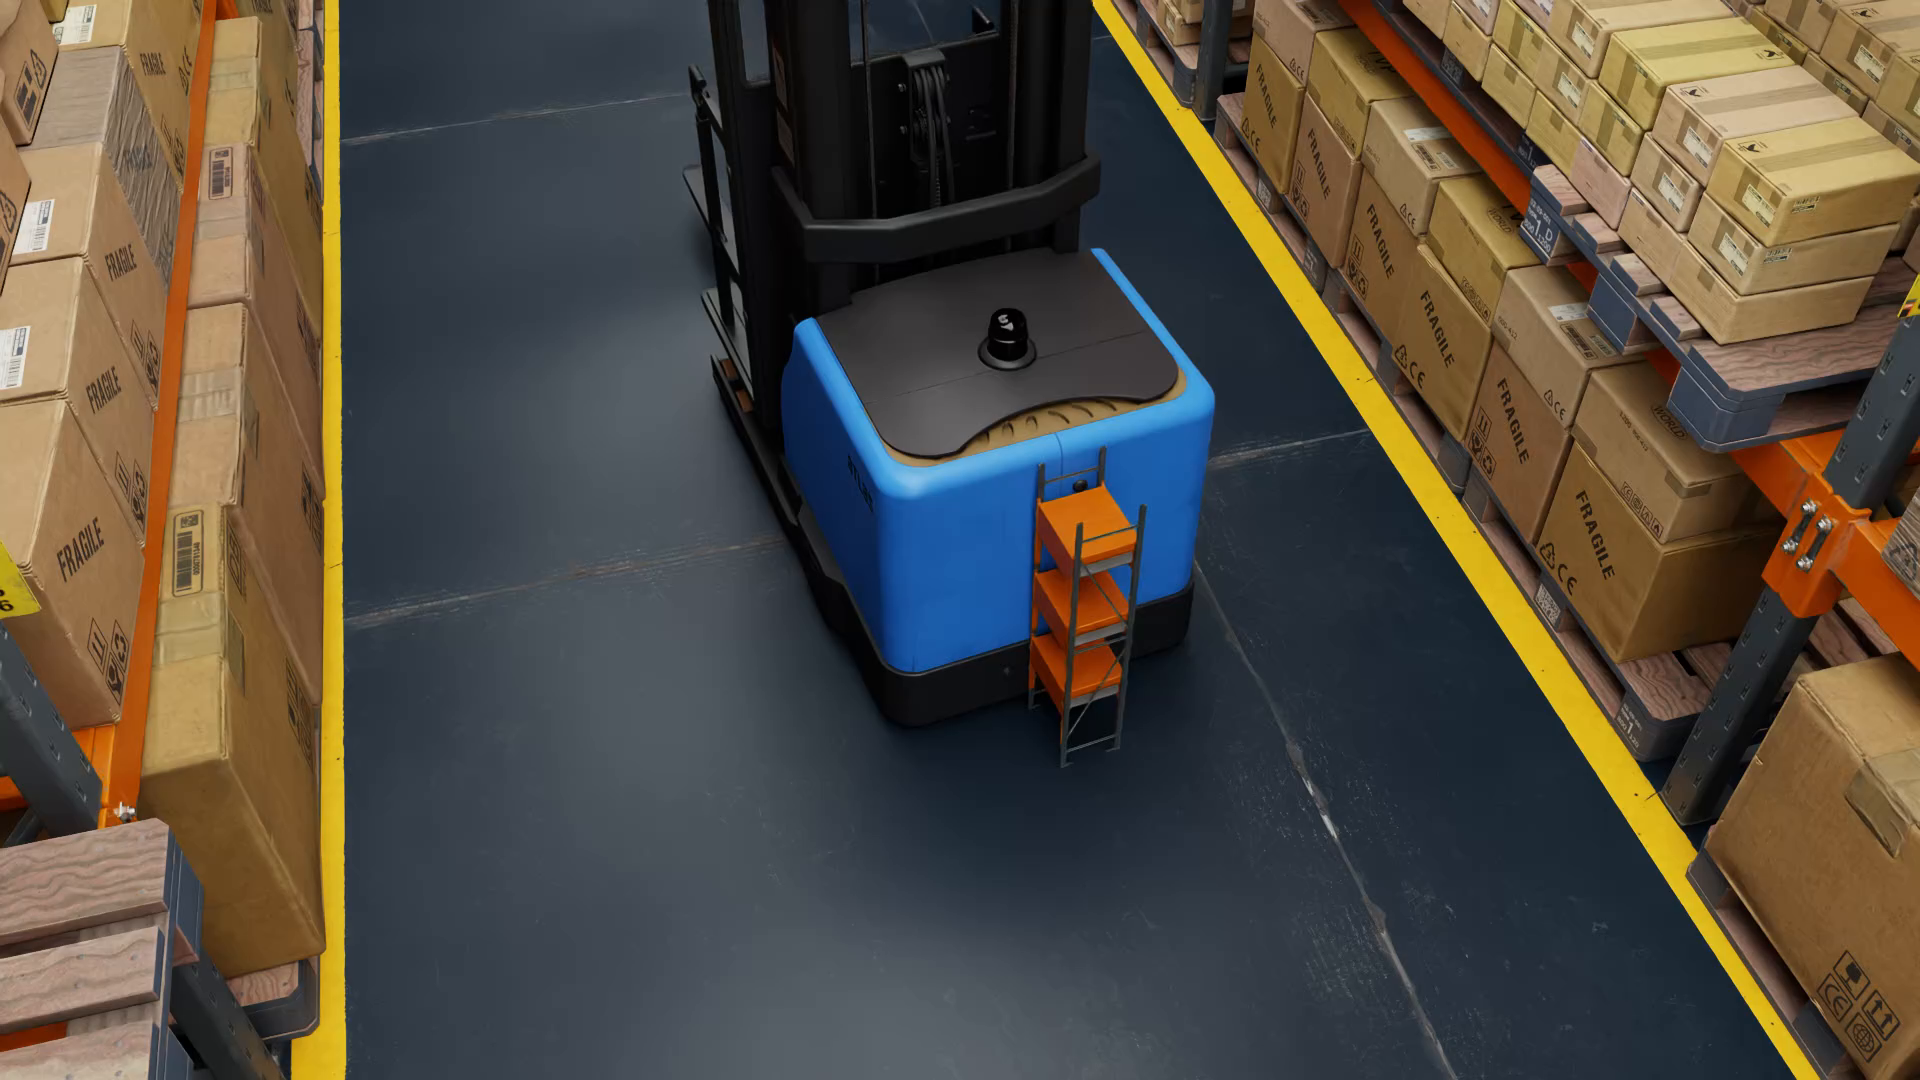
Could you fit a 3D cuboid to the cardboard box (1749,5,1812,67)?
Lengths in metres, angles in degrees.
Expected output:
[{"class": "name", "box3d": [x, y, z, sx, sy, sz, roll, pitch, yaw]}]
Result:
[{"class": "cardboard box", "box3d": [2.458, -1.409, 4.705, 0.380, 0.149, 0.250, -11, 47, -10]}]

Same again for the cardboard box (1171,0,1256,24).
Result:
[{"class": "cardboard box", "box3d": [1.184, -2.505, 7.599, 0.380, 0.149, 0.250, -10, 46, -10]}]

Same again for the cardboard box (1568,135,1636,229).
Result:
[{"class": "cardboard box", "box3d": [1.897, -0.996, 4.508, 0.380, 0.149, 0.250, -10, 46, -10]}]

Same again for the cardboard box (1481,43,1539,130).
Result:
[{"class": "cardboard box", "box3d": [1.766, -1.354, 4.859, 0.380, 0.149, 0.250, -13, 47, -12]}]

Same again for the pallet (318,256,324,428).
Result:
[{"class": "pallet", "box3d": [-2.979, -0.761, 6.348, 1.003, 0.211, 1.213, -11, 47, -10]}]

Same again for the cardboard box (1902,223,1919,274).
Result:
[{"class": "cardboard box", "box3d": [2.676, -0.736, 4.253, 0.380, 0.149, 0.250, -11, 47, -11]}]

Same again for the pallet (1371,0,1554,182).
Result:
[{"class": "pallet", "box3d": [2.049, -1.623, 5.375, 1.003, 0.211, 1.213, -11, 47, -10]}]

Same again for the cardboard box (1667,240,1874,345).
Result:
[{"class": "cardboard box", "box3d": [2.025, -0.647, 4.166, 0.380, 0.149, 0.250, -10, 46, -10]}]

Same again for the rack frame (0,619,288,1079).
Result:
[{"class": "rack frame", "box3d": [-2.222, 0.505, 3.155, 0.949, 2.616, 0.053, -11, 47, -10]}]

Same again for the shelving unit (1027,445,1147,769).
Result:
[{"class": "shelving unit", "box3d": [0.352, 0.219, 4.800, 0.215, 1.050, 0.252, -16, 48, -15]}]

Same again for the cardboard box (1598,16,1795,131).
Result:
[{"class": "cardboard box", "box3d": [1.898, -1.208, 4.299, 0.380, 0.149, 0.250, -9, 46, -9]}]

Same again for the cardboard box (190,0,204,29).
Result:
[{"class": "cardboard box", "box3d": [-2.865, -2.018, 5.557, 0.500, 0.500, 0.500, -11, 47, -10]}]

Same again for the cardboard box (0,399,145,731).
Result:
[{"class": "cardboard box", "box3d": [-2.086, 0.086, 3.496, 0.500, 0.500, 0.500, -9, 46, -9]}]

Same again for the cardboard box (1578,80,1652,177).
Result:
[{"class": "cardboard box", "box3d": [1.889, -1.117, 4.418, 0.380, 0.149, 0.250, -10, 46, -9]}]

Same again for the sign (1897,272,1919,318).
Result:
[{"class": "sign", "box3d": [2.073, -0.603, 3.486, 0.100, 0.325, 0.005, -11, 47, -10]}]

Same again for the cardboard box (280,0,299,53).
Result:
[{"class": "cardboard box", "box3d": [-3.571, -2.751, 7.539, 0.875, 0.875, 0.875, -11, 47, -10]}]

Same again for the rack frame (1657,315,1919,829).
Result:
[{"class": "rack frame", "box3d": [2.596, -0.331, 3.974, 1.000, 3.000, 0.127, -11, 47, -10]}]

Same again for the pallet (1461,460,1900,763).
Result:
[{"class": "pallet", "box3d": [2.397, 0.105, 5.499, 1.003, 0.211, 1.213, -11, 47, -10]}]

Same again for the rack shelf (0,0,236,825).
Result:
[{"class": "rack shelf", "box3d": [-2.737, -0.623, 4.764, 1.077, 0.370, 4.000, -11, 47, -10]}]

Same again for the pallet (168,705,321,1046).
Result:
[{"class": "pallet", "box3d": [-2.354, 0.924, 4.697, 1.003, 0.211, 1.213, -11, 47, -10]}]

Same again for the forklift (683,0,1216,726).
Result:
[{"class": "forklift", "box3d": [-0.282, -1.525, 5.193, 1.130, 2.935, 3.031, -16, 48, -15]}]

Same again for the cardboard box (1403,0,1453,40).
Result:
[{"class": "cardboard box", "box3d": [1.629, -1.721, 5.218, 0.380, 0.149, 0.250, -13, 47, -12]}]

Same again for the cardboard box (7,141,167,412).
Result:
[{"class": "cardboard box", "box3d": [-2.355, -0.623, 4.190, 0.500, 0.500, 0.500, -11, 47, -11]}]

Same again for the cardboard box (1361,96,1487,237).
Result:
[{"class": "cardboard box", "box3d": [1.770, -1.349, 5.903, 0.500, 0.250, 0.500, -9, 46, -9]}]

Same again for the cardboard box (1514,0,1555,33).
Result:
[{"class": "cardboard box", "box3d": [1.770, -1.559, 4.643, 0.380, 0.149, 0.250, -11, 47, -10]}]

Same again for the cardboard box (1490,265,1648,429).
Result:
[{"class": "cardboard box", "box3d": [2.027, -0.637, 5.205, 0.500, 0.250, 0.500, -10, 46, -10]}]

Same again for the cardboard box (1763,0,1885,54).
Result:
[{"class": "cardboard box", "box3d": [2.467, -1.491, 4.576, 0.380, 0.149, 0.250, -13, 47, -12]}]

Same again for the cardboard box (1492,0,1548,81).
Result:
[{"class": "cardboard box", "box3d": [1.764, -1.463, 4.757, 0.380, 0.149, 0.250, -11, 47, -11]}]

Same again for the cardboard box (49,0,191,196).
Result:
[{"class": "cardboard box", "box3d": [-2.605, -1.315, 4.869, 0.500, 0.500, 0.500, -11, 47, -11]}]

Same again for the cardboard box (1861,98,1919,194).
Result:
[{"class": "cardboard box", "box3d": [2.595, -1.052, 4.354, 0.380, 0.149, 0.250, -9, 46, -8]}]

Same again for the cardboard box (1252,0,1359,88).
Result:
[{"class": "cardboard box", "box3d": [1.505, -2.069, 6.608, 0.500, 0.250, 0.500, -13, 47, -12]}]

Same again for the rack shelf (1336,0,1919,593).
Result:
[{"class": "rack shelf", "box3d": [2.084, -1.460, 5.585, 1.077, 0.370, 4.000, -11, 47, -10]}]

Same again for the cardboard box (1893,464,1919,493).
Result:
[{"class": "cardboard box", "box3d": [2.653, -0.386, 4.959, 0.500, 0.250, 0.500, -13, 47, -12]}]

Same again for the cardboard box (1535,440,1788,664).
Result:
[{"class": "cardboard box", "box3d": [2.174, -0.010, 5.116, 0.500, 0.500, 0.500, -11, 47, -11]}]

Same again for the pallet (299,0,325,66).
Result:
[{"class": "pallet", "box3d": [-3.684, -2.663, 8.212, 1.003, 0.211, 1.213, -11, 47, -10]}]

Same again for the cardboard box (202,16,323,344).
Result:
[{"class": "cardboard box", "box3d": [-3.066, -1.221, 6.040, 1.225, 0.875, 0.875, -11, 47, -10]}]

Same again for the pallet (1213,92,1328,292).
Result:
[{"class": "pallet", "box3d": [1.772, -1.580, 7.150, 1.003, 0.211, 1.213, -11, 47, -10]}]

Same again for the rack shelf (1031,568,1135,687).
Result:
[{"class": "rack shelf", "box3d": [0.352, 0.227, 4.807, 0.215, 0.259, 0.240, -16, 48, -15]}]

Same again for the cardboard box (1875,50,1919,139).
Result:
[{"class": "cardboard box", "box3d": [2.593, -1.138, 4.230, 0.380, 0.149, 0.250, -12, 47, -11]}]

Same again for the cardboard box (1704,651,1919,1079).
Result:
[{"class": "cardboard box", "box3d": [2.665, 0.746, 4.200, 1.050, 0.750, 0.750, -11, 47, -11]}]

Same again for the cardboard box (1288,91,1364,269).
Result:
[{"class": "cardboard box", "box3d": [1.641, -1.441, 6.518, 0.500, 0.500, 0.500, -9, 46, -9]}]

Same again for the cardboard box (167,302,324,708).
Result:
[{"class": "cardboard box", "box3d": [-2.602, 0.005, 4.838, 1.225, 0.875, 0.875, -11, 47, -10]}]

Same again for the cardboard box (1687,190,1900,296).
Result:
[{"class": "cardboard box", "box3d": [2.029, -0.752, 4.061, 0.380, 0.149, 0.250, -10, 46, -9]}]

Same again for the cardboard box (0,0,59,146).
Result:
[{"class": "cardboard box", "box3d": [-2.739, -1.300, 4.152, 0.797, 0.503, 0.637, -9, 46, -9]}]

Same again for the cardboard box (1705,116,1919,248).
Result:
[{"class": "cardboard box", "box3d": [2.027, -0.853, 3.951, 0.380, 0.149, 0.250, -12, 47, -12]}]

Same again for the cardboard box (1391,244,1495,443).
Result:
[{"class": "cardboard box", "box3d": [1.894, -0.731, 5.822, 0.500, 0.500, 0.500, -13, 47, -12]}]

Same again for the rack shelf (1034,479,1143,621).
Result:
[{"class": "rack shelf", "box3d": [0.352, 0.028, 4.605, 0.215, 0.259, 0.240, -16, 48, -15]}]

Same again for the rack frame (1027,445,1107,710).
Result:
[{"class": "rack frame", "box3d": [0.306, 0.139, 4.879, 0.200, 1.050, 0.008, -16, 48, -15]}]
